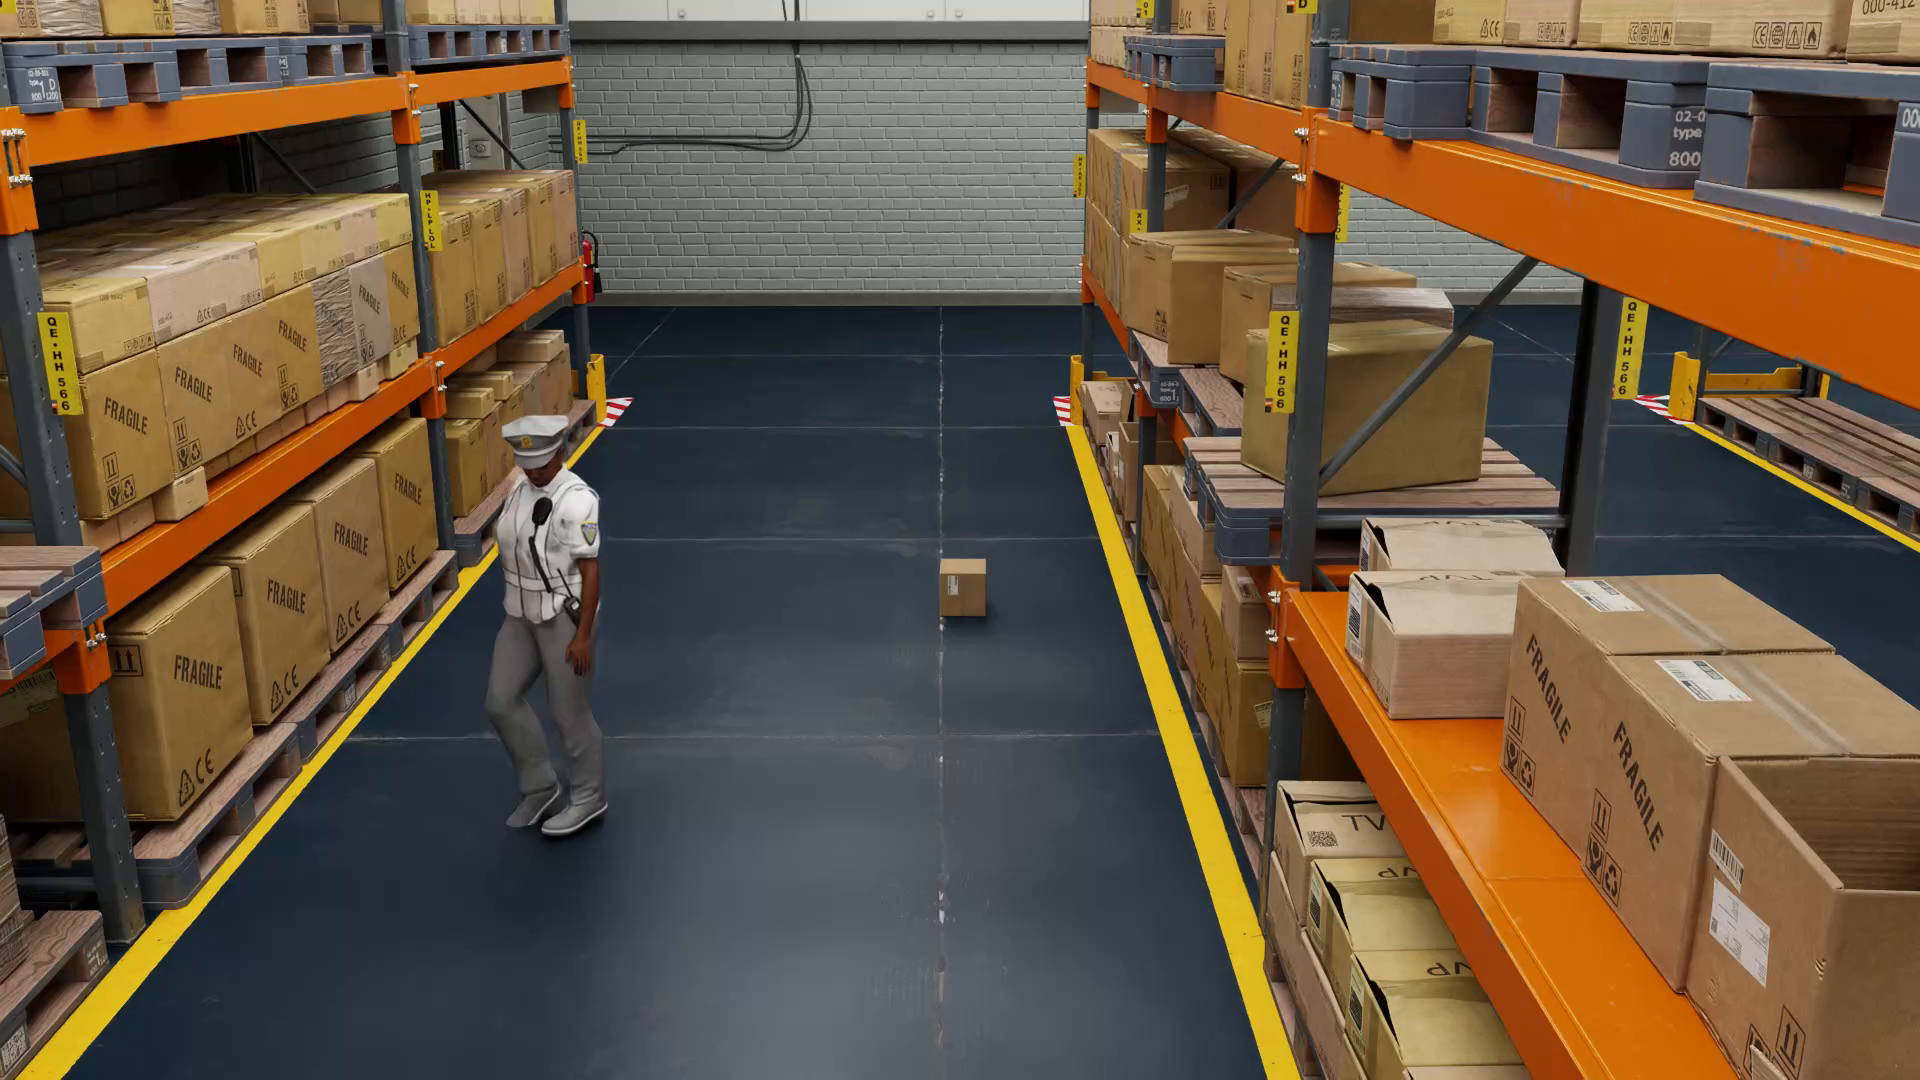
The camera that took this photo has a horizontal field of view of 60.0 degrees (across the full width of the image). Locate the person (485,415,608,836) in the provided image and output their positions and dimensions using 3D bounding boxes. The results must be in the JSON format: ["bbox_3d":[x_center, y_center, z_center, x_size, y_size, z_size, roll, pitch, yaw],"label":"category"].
[{"bbox_3d":[-1.588,0.370,6.419,0.479,1.737,0.382,14,22,37],"label":"person"}]
